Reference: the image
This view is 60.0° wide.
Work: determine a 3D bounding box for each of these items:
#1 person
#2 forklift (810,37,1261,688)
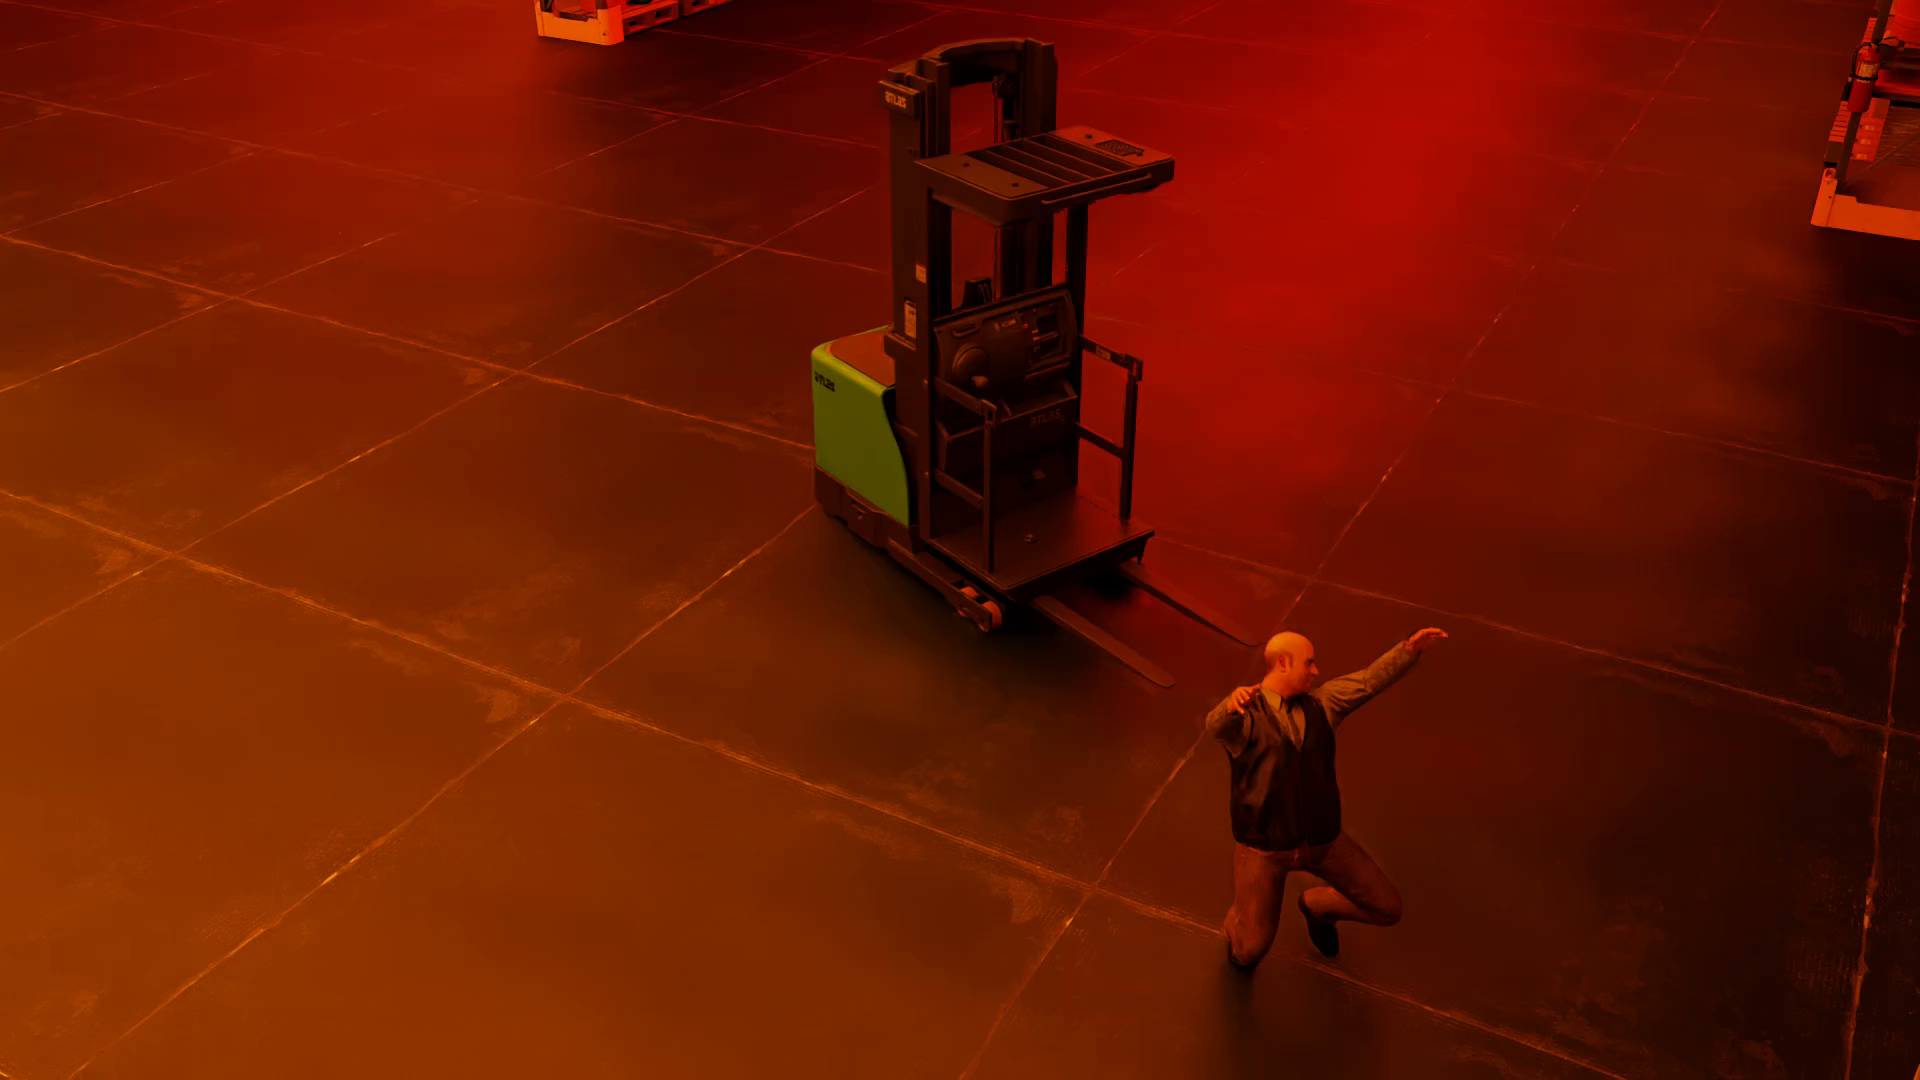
[{"bbox_3d":[1.376,1.048,6.617,0.943,1.602,0.747,-8,31,-13],"label":"person"},{"bbox_3d":[0.386,-1.044,8.880,1.130,2.935,3.031,-21,36,-31],"label":"forklift"}]
